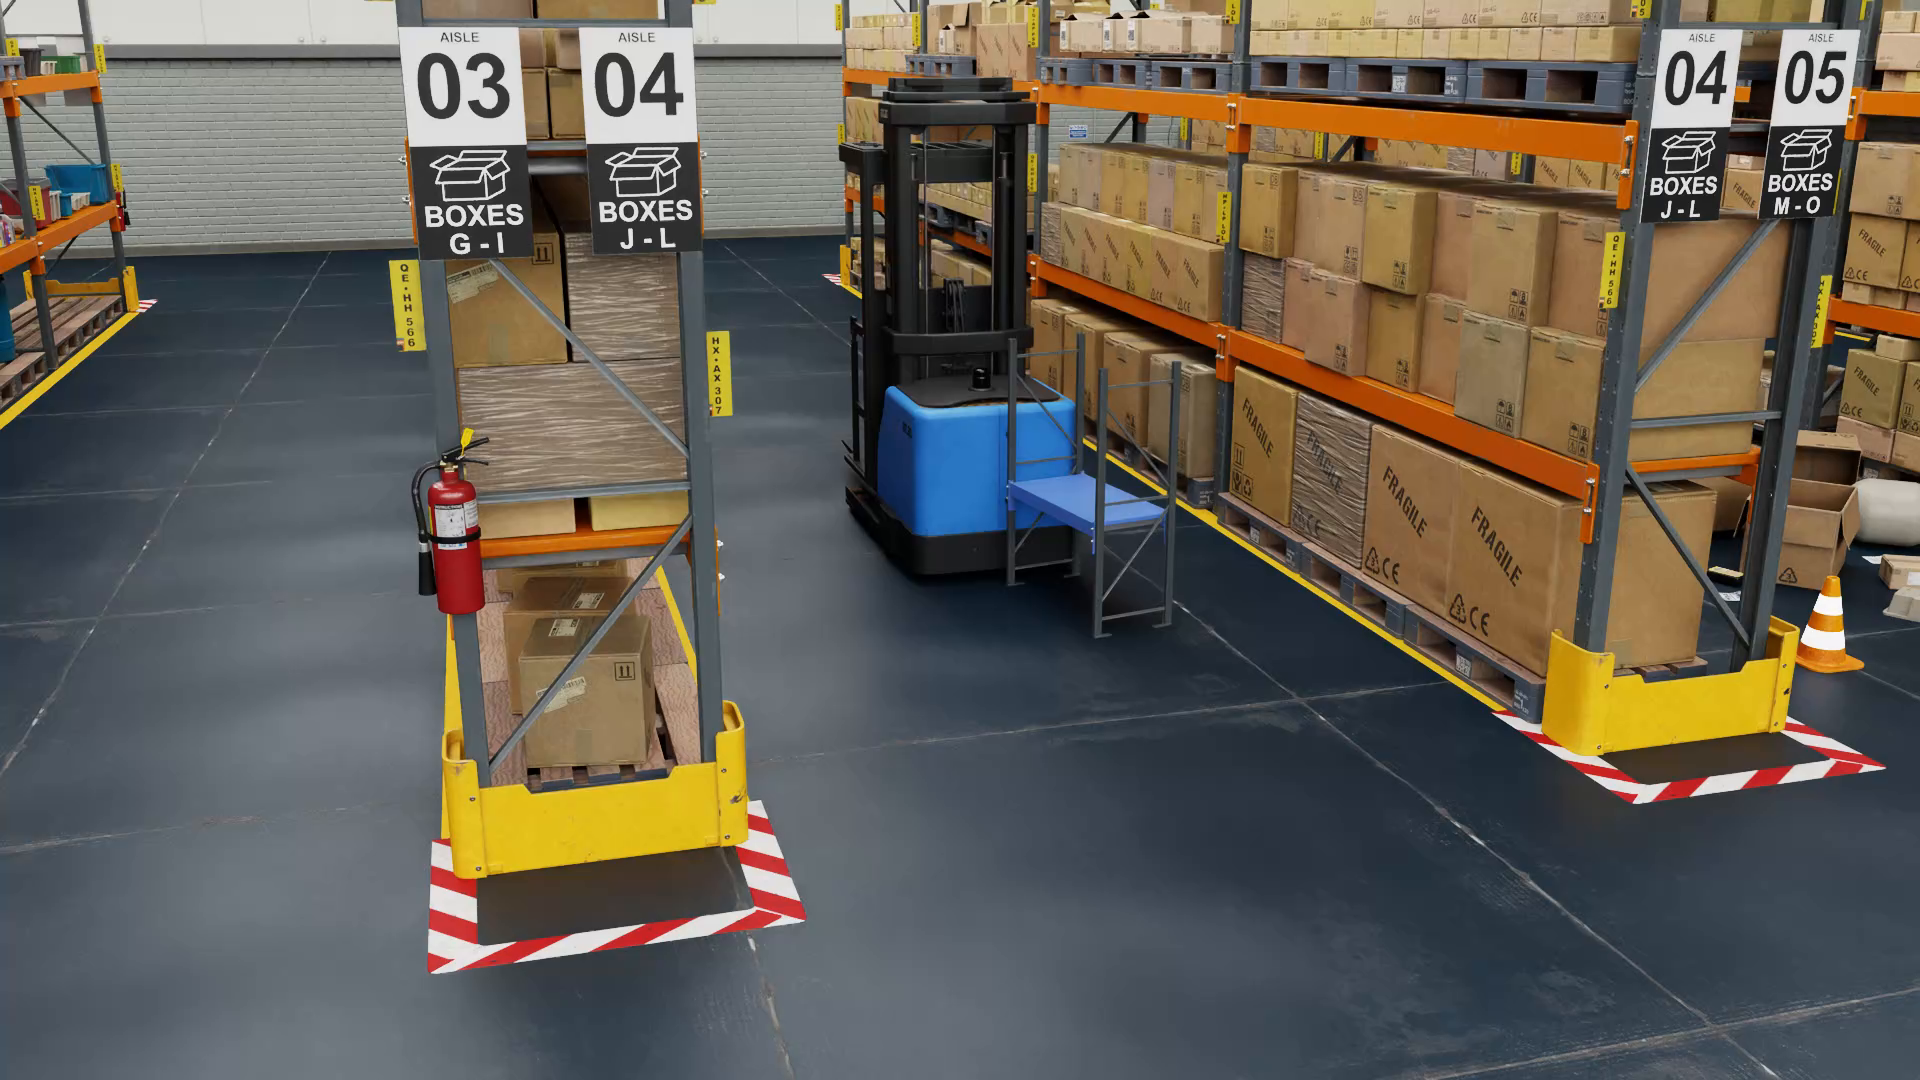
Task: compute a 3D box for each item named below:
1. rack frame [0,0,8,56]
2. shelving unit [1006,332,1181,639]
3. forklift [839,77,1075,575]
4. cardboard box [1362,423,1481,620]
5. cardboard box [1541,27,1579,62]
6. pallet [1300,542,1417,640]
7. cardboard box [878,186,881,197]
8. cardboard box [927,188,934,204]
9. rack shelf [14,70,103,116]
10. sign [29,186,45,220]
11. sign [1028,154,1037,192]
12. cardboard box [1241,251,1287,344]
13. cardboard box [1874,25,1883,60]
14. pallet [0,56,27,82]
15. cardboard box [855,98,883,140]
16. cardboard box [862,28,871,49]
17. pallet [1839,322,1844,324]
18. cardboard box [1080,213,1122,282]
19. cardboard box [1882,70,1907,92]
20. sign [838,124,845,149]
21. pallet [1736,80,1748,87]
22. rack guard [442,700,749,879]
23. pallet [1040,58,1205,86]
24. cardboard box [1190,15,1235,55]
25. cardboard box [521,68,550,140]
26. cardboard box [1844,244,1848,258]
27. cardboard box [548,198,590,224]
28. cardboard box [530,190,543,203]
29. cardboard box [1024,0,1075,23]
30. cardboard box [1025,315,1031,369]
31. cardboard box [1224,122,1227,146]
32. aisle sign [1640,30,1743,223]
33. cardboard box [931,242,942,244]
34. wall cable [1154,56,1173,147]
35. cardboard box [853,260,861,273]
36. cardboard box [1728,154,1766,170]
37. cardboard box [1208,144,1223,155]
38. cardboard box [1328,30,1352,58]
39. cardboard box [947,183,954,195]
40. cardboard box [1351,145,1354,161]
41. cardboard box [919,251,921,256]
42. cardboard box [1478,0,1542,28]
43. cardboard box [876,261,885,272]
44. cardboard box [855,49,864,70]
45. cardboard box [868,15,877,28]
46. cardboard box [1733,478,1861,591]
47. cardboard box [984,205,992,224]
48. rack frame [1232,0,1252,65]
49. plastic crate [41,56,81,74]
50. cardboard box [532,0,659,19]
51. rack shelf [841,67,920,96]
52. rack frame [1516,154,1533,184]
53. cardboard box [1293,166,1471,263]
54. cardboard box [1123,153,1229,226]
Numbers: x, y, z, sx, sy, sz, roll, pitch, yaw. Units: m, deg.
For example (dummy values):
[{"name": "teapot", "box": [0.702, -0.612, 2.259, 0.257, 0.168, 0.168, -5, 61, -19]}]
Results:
[{"name": "rack frame", "box": [-9.506, -5.976, 15.203, 1.000, 3.000, 0.127, -5, 17, -15]}, {"name": "shelving unit", "box": [0.734, -0.342, 9.483, 0.538, 1.500, 1.048, -8, 19, -25]}, {"name": "forklift", "box": [-0.170, -1.578, 11.111, 1.130, 2.935, 3.031, -5, 17, -15]}, {"name": "cardboard box", "box": [2.857, -0.148, 9.194, 0.875, 0.875, 0.875, -5, 17, -16]}, {"name": "cardboard box", "box": [2.865, -2.239, 7.511, 0.380, 0.149, 0.250, -5, 17, -15]}, {"name": "pallet", "box": [2.725, 0.245, 9.770, 1.003, 0.211, 1.213, -5, 17, -15]}, {"name": "cardboard box", "box": [-0.794, -4.301, 20.494, 0.380, 0.149, 0.250, -4, 17, -13]}, {"name": "cardboard box", "box": [-0.134, -3.648, 17.589, 0.380, 0.149, 0.250, -5, 17, -15]}, {"name": "rack shelf", "box": [-10.055, -4.748, 17.580, 1.077, 0.370, 4.000, -5, 17, -15]}, {"name": "sign", "box": [-8.976, -3.278, 16.169, 0.100, 0.325, 0.005, -5, 17, -15]}, {"name": "sign", "box": [0.633, -3.223, 14.592, 0.100, 0.325, 0.005, -5, 17, -15]}, {"name": "cardboard box", "box": [2.365, -1.616, 10.857, 0.875, 0.550, 0.550, -5, 17, -15]}, {"name": "cardboard box", "box": [6.684, -3.781, 12.641, 0.500, 0.250, 0.500, -5, 17, -16]}, {"name": "pallet", "box": [-9.196, -4.239, 14.966, 1.213, 0.211, 1.003, -5, 17, -15]}, {"name": "cardboard box", "box": [-1.033, -5.350, 21.118, 0.500, 0.500, 0.500, -4, 17, -14]}, {"name": "cardboard box", "box": [-0.903, -6.142, 20.362, 0.500, 0.250, 0.500, -4, 17, -15]}, {"name": "pallet", "box": [10.155, -2.775, 19.824, 1.003, 0.211, 1.213, -5, 17, -15]}, {"name": "cardboard box", "box": [1.297, -2.374, 13.468, 0.500, 0.500, 0.500, -5, 17, -15]}, {"name": "cardboard box", "box": [6.832, -3.274, 11.860, 0.380, 0.149, 0.250, -5, 17, -16]}, {"name": "sign", "box": [-1.568, -5.336, 21.998, 0.100, 0.325, 0.005, -5, 17, -15]}, {"name": "pallet", "box": [6.628, -3.877, 13.757, 1.213, 0.211, 1.003, -5, 17, -15]}, {"name": "rack guard", "box": [-1.467, 1.001, 6.749, 1.175, 0.500, 0.348, -5, 17, -15]}, {"name": "pallet", "box": [1.381, -3.924, 13.915, 1.213, 0.211, 1.003, -4, 17, -13]}, {"name": "cardboard box", "box": [1.904, -3.442, 11.339, 0.500, 0.250, 0.500, -5, 17, -15]}, {"name": "cardboard box", "box": [-1.822, -1.653, 6.287, 0.500, 0.250, 0.500, -4, 17, -14]}, {"name": "cardboard box", "box": [7.135, -2.323, 13.179, 0.380, 0.149, 0.250, -4, 17, -14]}, {"name": "cardboard box", "box": [-1.604, -1.295, 7.619, 0.500, 0.500, 0.500, -5, 17, -15]}, {"name": "cardboard box", "box": [-2.242, -1.392, 7.942, 0.500, 0.500, 0.500, -5, 17, -15]}, {"name": "cardboard box", "box": [0.792, -4.694, 14.647, 0.396, 0.266, 0.258, -5, 17, -15]}, {"name": "cardboard box", "box": [0.720, -1.917, 15.735, 0.500, 0.500, 0.500, -5, 17, -16]}, {"name": "cardboard box", "box": [3.841, -5.471, 22.040, 0.500, 0.500, 0.500, -5, 17, -16]}, {"name": "aisle sign", "box": [3.082, -1.741, 7.014, 0.394, 0.787, 0.004, -5, 17, -15]}, {"name": "cardboard box", "box": [-0.439, -3.747, 21.402, 0.380, 0.149, 0.250, -5, 18, -17]}, {"name": "wall cable", "box": [3.474, -7.544, 29.085, 0.588, 1.984, 0.122, -5, 17, -15]}, {"name": "cardboard box", "box": [-1.210, -3.630, 22.048, 0.380, 0.149, 0.250, -4, 17, -14]}, {"name": "cardboard box", "box": [6.438, -3.066, 13.397, 0.380, 0.149, 0.250, -5, 17, -17]}, {"name": "cardboard box", "box": [3.707, -5.139, 22.671, 0.500, 0.500, 0.500, -5, 17, -16]}, {"name": "cardboard box", "box": [2.307, -2.802, 9.384, 0.380, 0.149, 0.250, -5, 17, -16]}, {"name": "cardboard box", "box": [0.085, -3.574, 16.824, 0.380, 0.149, 0.250, -5, 17, -16]}, {"name": "cardboard box", "box": [4.796, -4.521, 18.878, 0.500, 0.500, 0.500, -5, 17, -16]}, {"name": "cardboard box", "box": [-0.687, -3.489, 20.545, 0.380, 0.149, 0.250, -5, 17, -15]}, {"name": "cardboard box", "box": [2.811, -2.547, 7.842, 0.500, 0.250, 0.500, -5, 17, -15]}, {"name": "cardboard box", "box": [-0.845, -3.491, 21.069, 0.380, 0.149, 0.250, -6, 18, -18]}, {"name": "cardboard box", "box": [-1.028, -6.039, 20.889, 0.500, 0.250, 0.500, -4, 17, -13]}, {"name": "cardboard box", "box": [-0.899, -6.289, 20.158, 0.380, 0.149, 0.250, -4, 17, -14]}, {"name": "cardboard box", "box": [5.166, -0.048, 10.238, 0.637, 0.503, 0.797, 11, 20, 32]}, {"name": "cardboard box", "box": [0.437, -3.073, 15.674, 0.380, 0.149, 0.250, -4, 17, -14]}, {"name": "rack frame", "box": [2.252, -4.518, 10.352, 1.000, 3.000, 0.127, -5, 17, -15]}, {"name": "plastic crate", "box": [-10.059, -5.294, 18.515, 0.450, 0.188, 0.336, -5, 17, -15]}, {"name": "cardboard box", "box": [-1.594, -2.473, 7.197, 0.500, 0.500, 0.500, -5, 17, -15]}, {"name": "rack shelf", "box": [-0.496, -5.503, 20.096, 1.077, 0.370, 4.000, -5, 17, -15]}, {"name": "rack frame", "box": [5.884, -3.171, 16.295, 1.000, 3.000, 0.127, -5, 17, -15]}, {"name": "cardboard box", "box": [2.583, -1.987, 10.214, 0.875, 0.550, 0.550, -5, 17, -15]}, {"name": "cardboard box", "box": [1.690, -2.731, 12.917, 0.700, 0.500, 0.500, -5, 17, -16]}]
